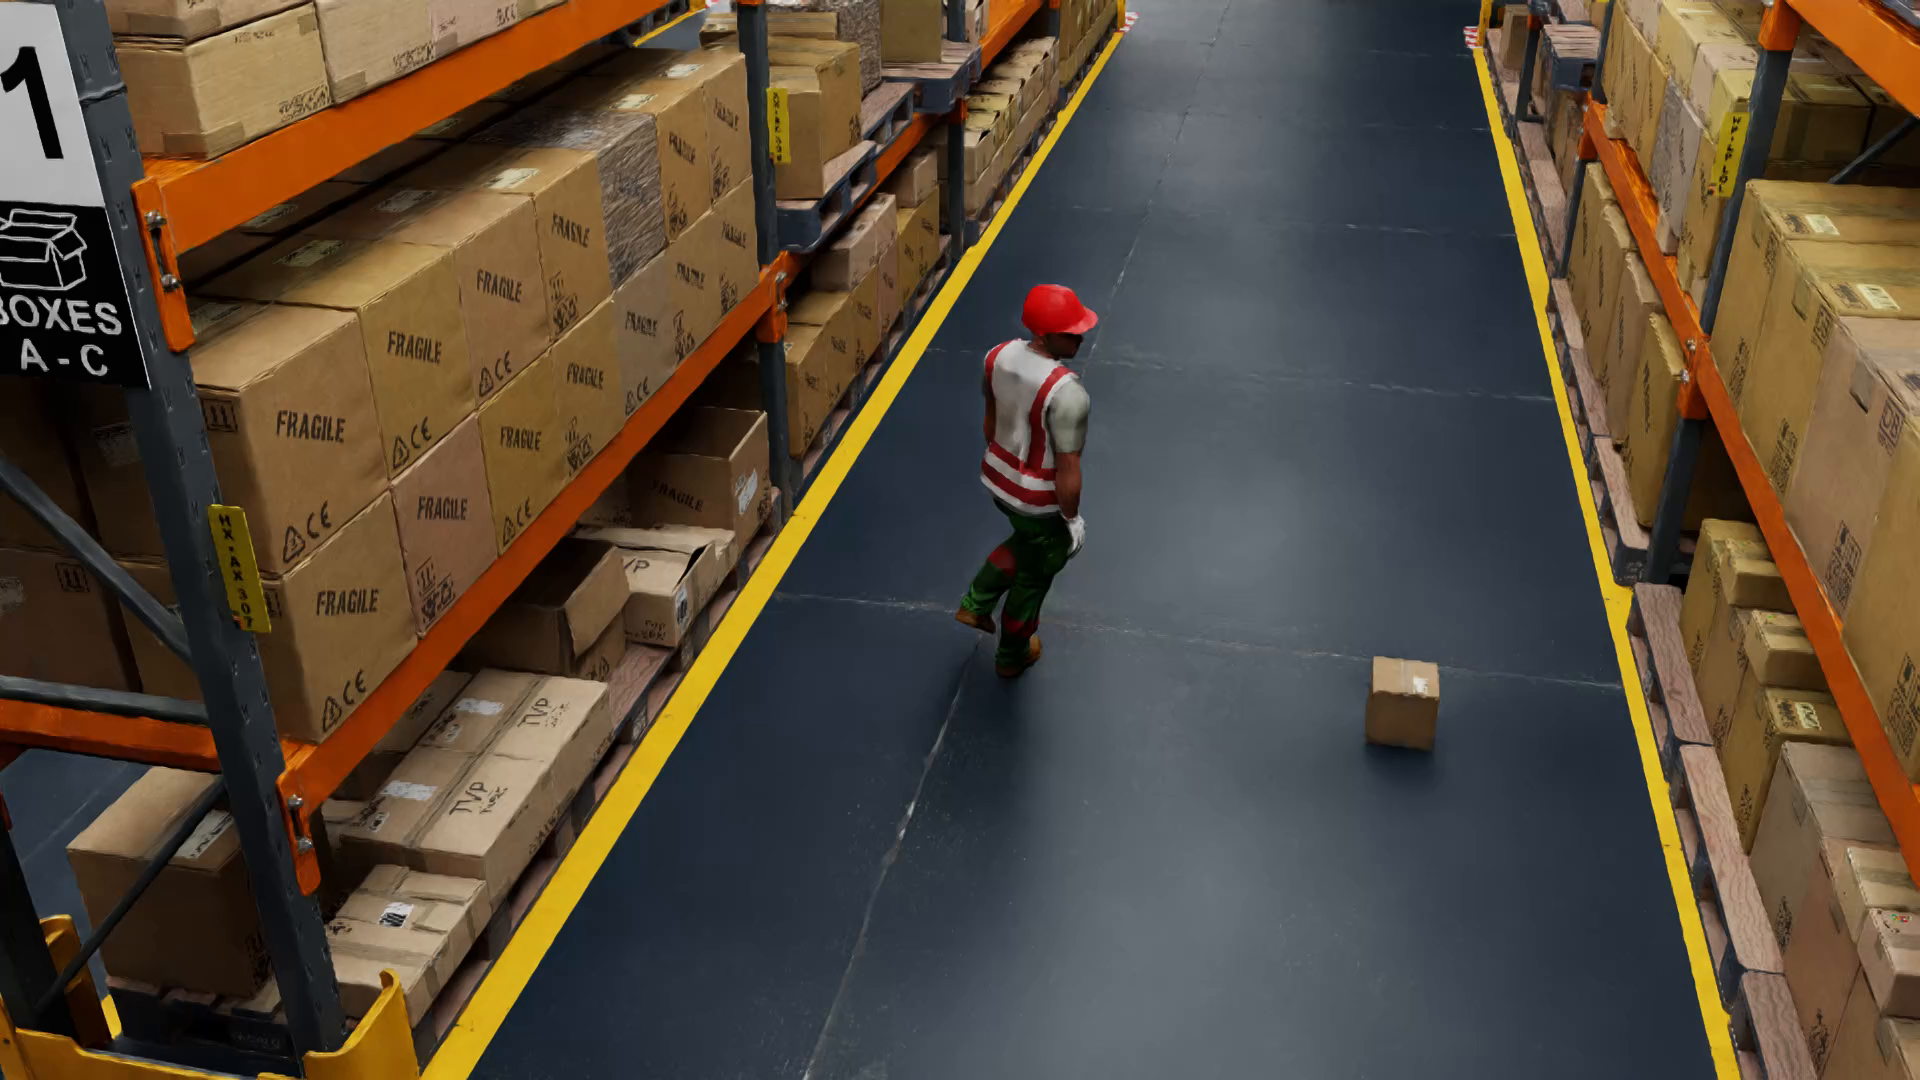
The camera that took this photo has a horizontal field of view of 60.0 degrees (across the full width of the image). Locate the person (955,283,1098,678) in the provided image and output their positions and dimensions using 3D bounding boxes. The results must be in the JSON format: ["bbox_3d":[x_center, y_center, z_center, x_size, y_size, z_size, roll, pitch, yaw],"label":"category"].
[{"bbox_3d":[0.314,-0.207,6.480,0.465,1.772,0.678,-21,35,-34],"label":"person"}]
